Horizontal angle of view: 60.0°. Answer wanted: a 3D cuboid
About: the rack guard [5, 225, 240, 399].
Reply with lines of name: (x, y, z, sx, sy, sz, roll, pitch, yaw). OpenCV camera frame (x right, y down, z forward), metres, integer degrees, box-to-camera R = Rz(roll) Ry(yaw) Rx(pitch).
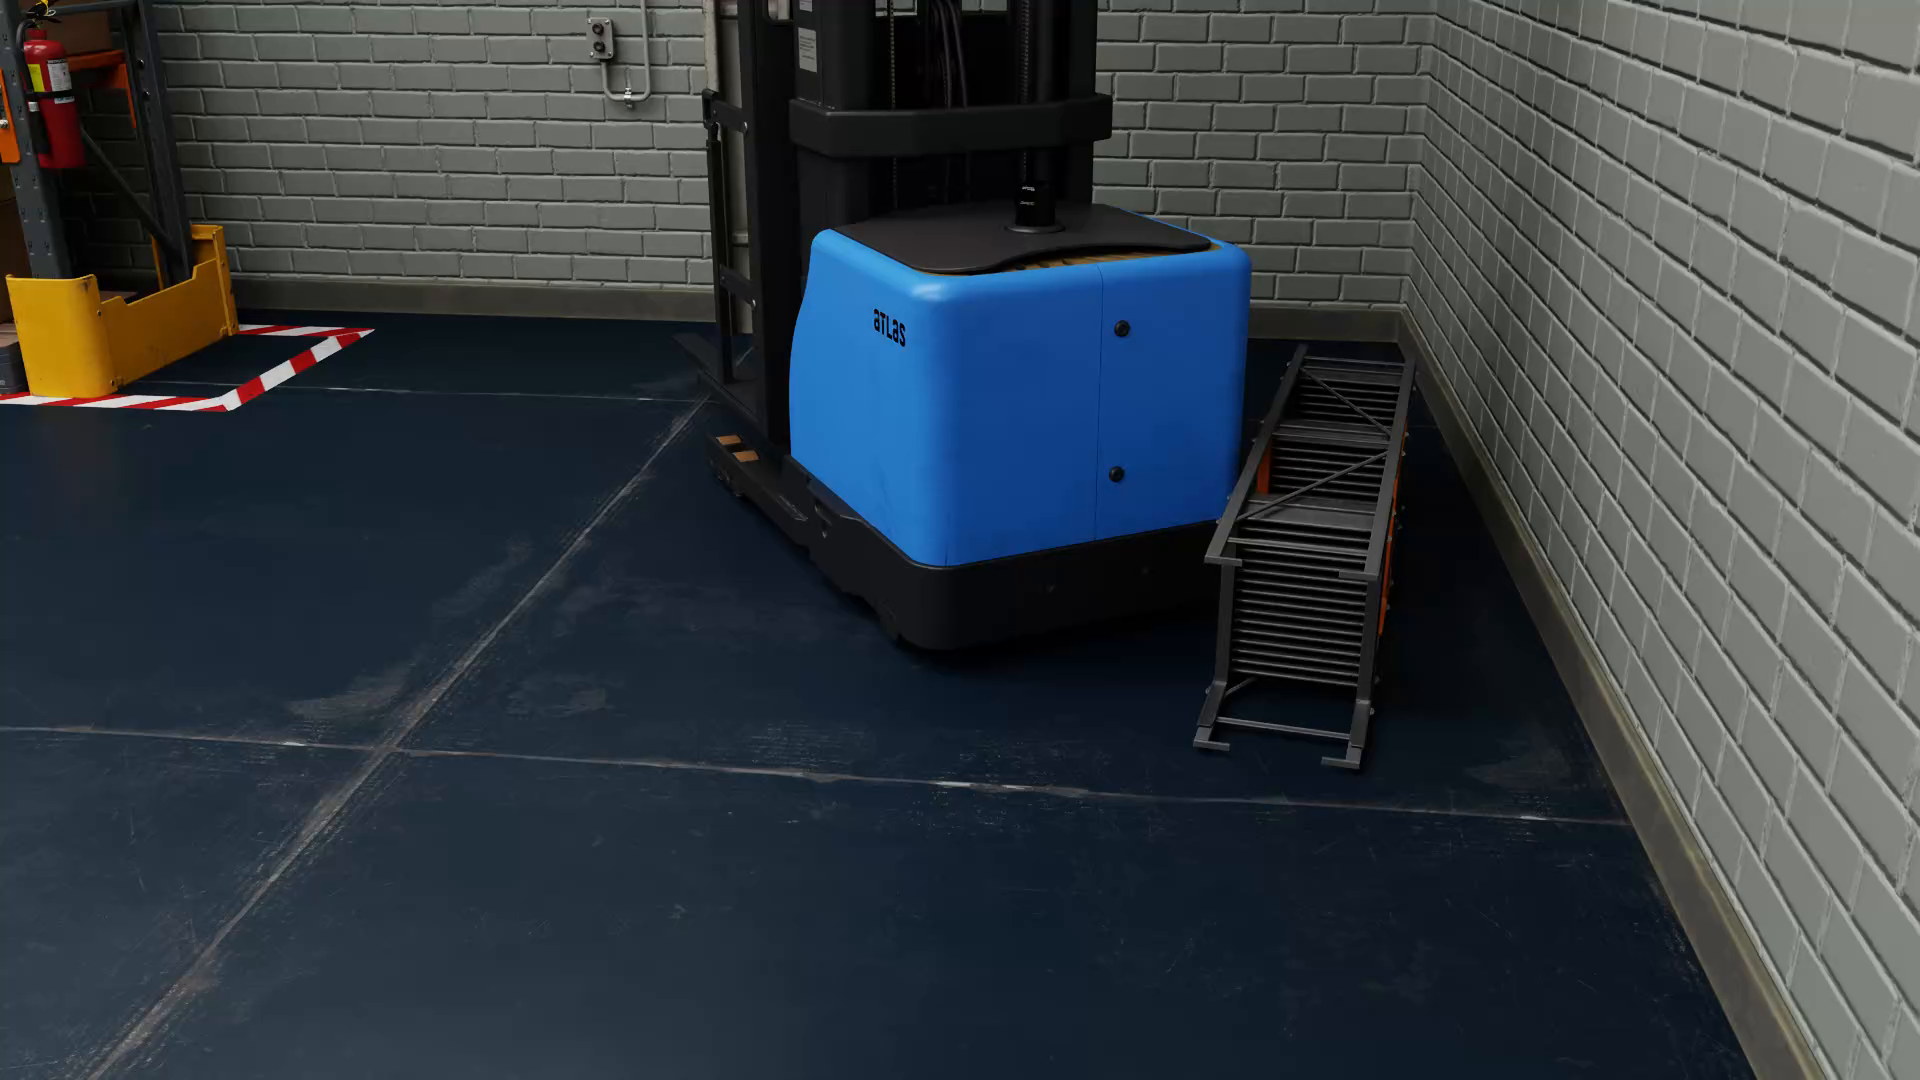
rack guard: (-3.682, -1.040, 7.391, 0.348, 0.500, 1.175, 2, 22, 6)

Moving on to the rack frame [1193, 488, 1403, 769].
rack frame: (1.069, 0.162, 4.983, 0.400, 0.015, 2.100, 6, 22, 16)

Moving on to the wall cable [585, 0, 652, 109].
wall cable: (-2.323, -2.966, 7.481, 1.851, 1.984, 0.084, 2, 22, 6)

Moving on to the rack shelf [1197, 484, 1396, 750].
rack shelf: (0.865, 0.179, 4.258, 0.431, 0.480, 0.518, 6, 22, 16)

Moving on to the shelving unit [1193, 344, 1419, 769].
shelving unit: (1.070, -0.066, 4.895, 0.431, 0.503, 2.100, 6, 22, 16)

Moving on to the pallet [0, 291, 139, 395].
pallet: (-4.509, -0.913, 7.462, 1.213, 0.211, 1.003, 2, 22, 6)

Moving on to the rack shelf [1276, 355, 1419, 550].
rack shelf: (1.267, -0.302, 5.509, 0.431, 0.480, 0.518, 6, 22, 16)

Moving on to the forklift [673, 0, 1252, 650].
forklift: (-0.263, -1.570, 5.426, 1.130, 2.935, 3.031, -10, 24, -23)

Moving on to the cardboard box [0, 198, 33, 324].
cardboard box: (-4.413, -1.230, 7.301, 0.500, 0.500, 0.700, 2, 22, 6)

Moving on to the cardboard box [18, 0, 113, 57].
cardboard box: (-4.213, -2.362, 6.926, 0.700, 0.700, 0.980, 3, 22, 9)

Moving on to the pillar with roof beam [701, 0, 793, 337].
pillar with roof beam: (-1.429, -3.621, 2.359, 0.400, 9.000, 9.100, 2, 22, 6)

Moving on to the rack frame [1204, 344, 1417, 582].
rack frame: (1.071, -0.293, 4.808, 0.400, 0.015, 2.100, 6, 22, 16)

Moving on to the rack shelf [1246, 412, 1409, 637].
rack shelf: (1.066, -0.061, 4.883, 0.431, 0.480, 0.518, 6, 22, 16)

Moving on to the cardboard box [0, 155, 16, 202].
cardboard box: (-4.265, -1.600, 7.353, 0.250, 0.149, 0.380, 3, 22, 7)

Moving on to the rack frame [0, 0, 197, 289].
rack frame: (-3.706, -2.204, 6.934, 0.127, 3.000, 1.000, 2, 22, 6)

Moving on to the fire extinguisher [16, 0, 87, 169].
fire extinguisher: (-3.610, -1.819, 6.574, 0.183, 0.674, 0.296, 2, 22, 6)

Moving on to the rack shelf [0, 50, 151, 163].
rack shelf: (-5.692, -1.956, 7.285, 4.000, 0.370, 1.077, 2, 22, 6)
